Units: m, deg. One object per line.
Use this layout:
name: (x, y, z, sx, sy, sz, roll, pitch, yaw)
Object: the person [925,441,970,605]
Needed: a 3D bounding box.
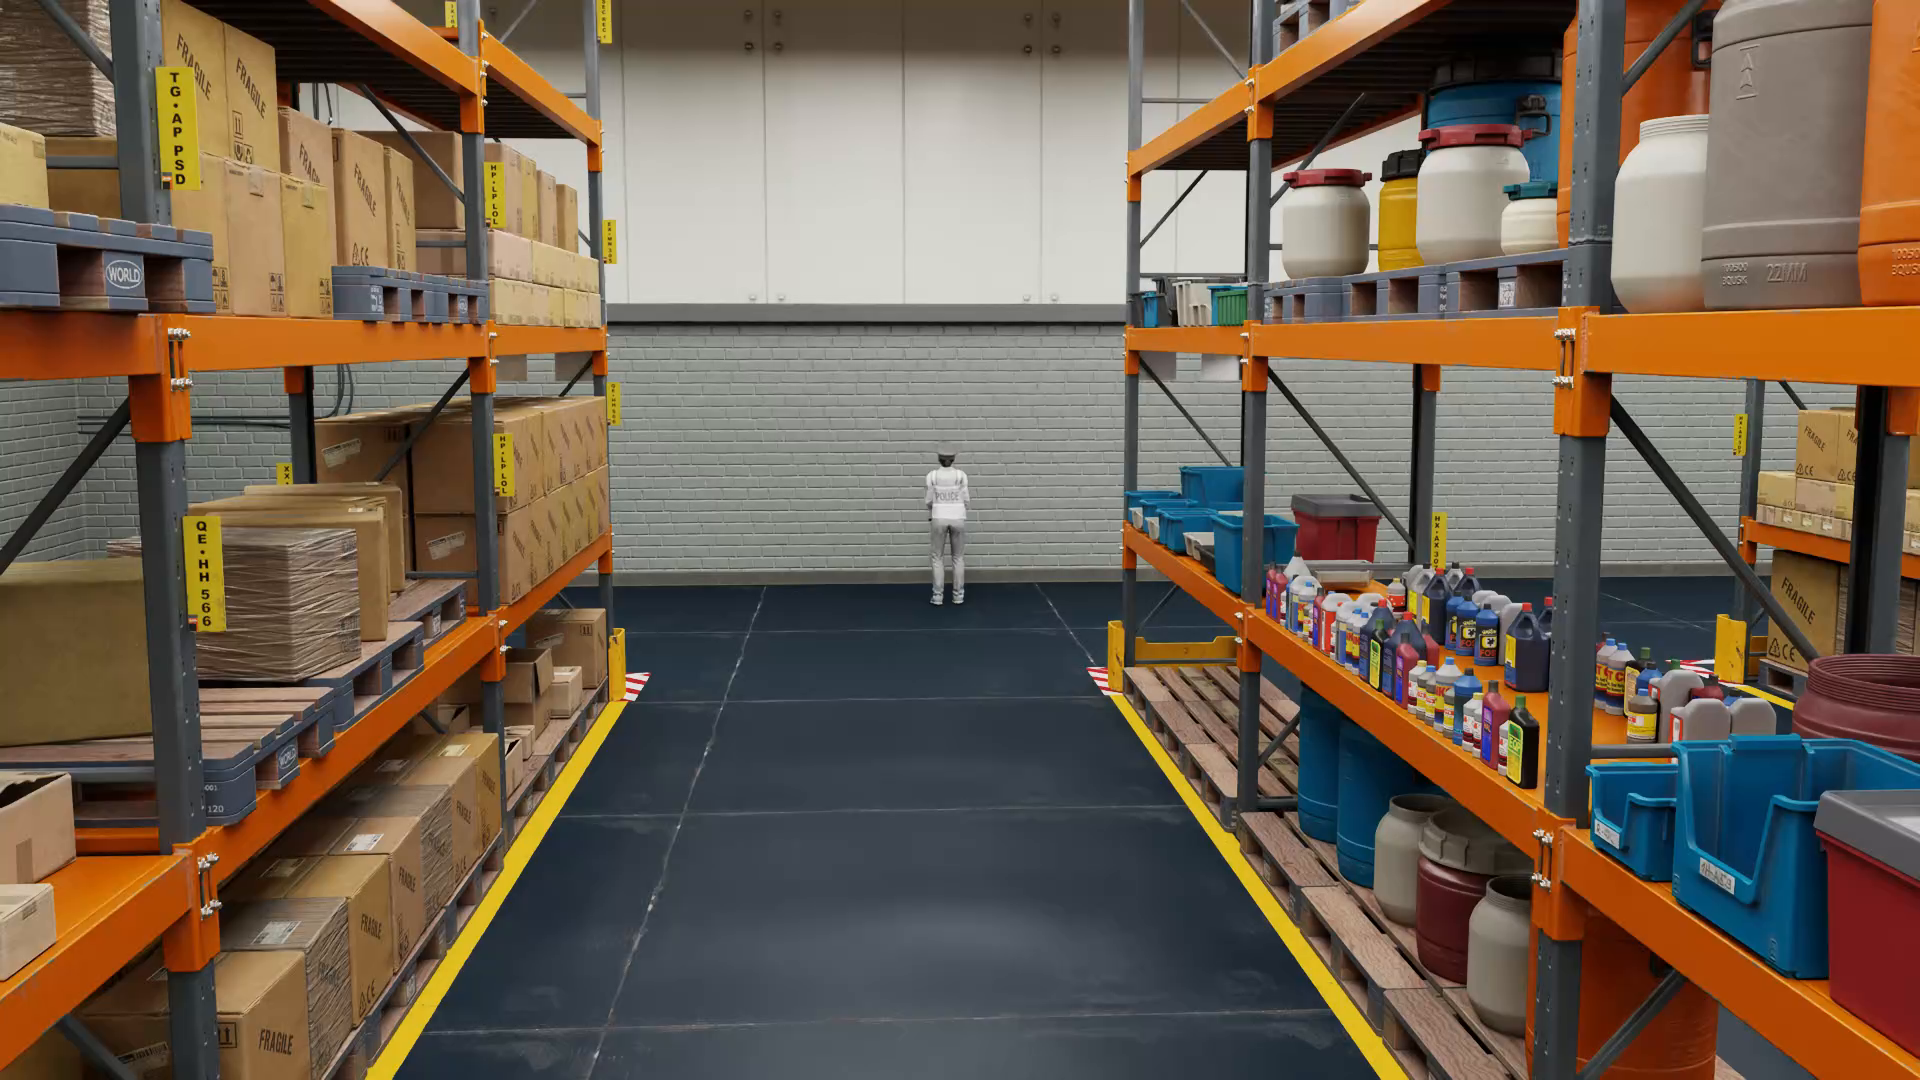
person: (-0.129, -0.181, 17.121, 0.453, 1.687, 0.555, 0, 7, -4)
